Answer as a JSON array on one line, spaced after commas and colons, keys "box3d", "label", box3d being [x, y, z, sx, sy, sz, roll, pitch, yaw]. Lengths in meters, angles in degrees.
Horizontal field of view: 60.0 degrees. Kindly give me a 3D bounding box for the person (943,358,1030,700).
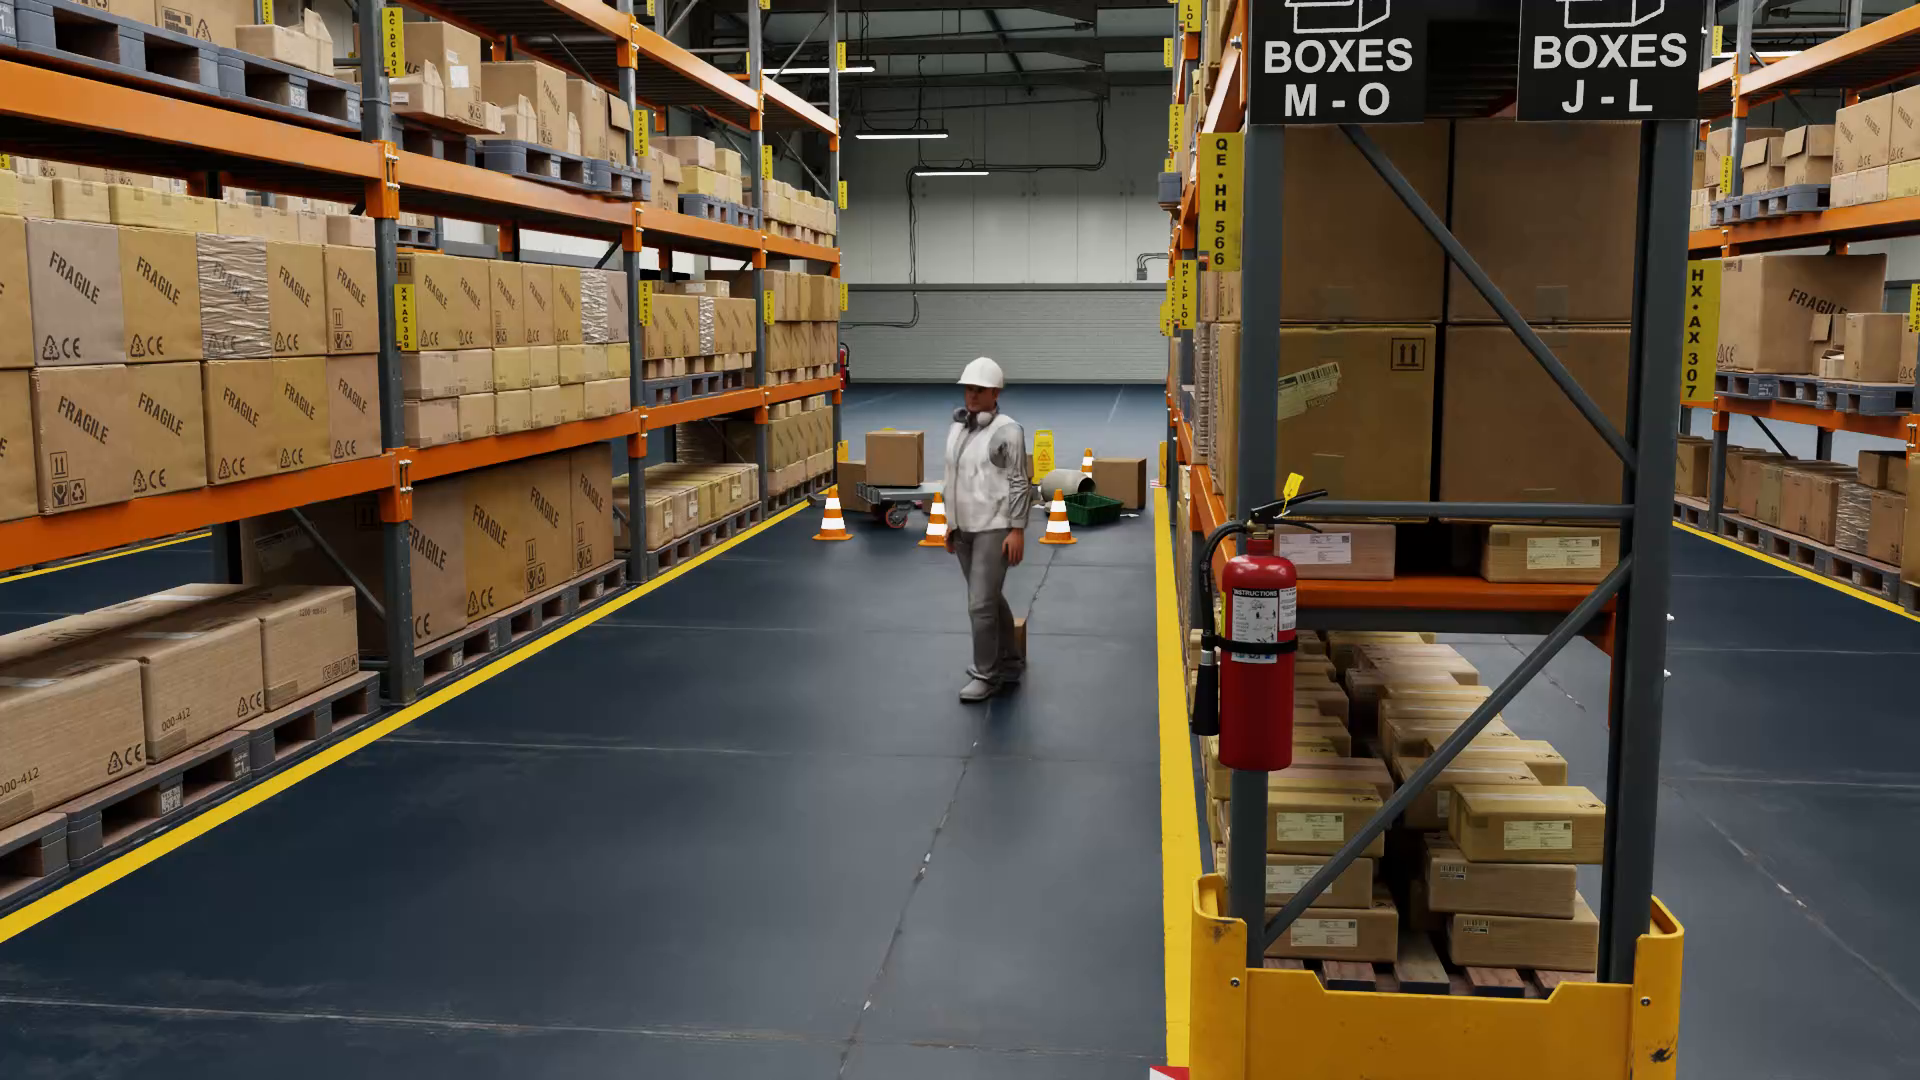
[{"box3d": [0.146, -0.069, 8.741, 0.566, 1.764, 0.561, -6, 9, -36], "label": "person"}]
